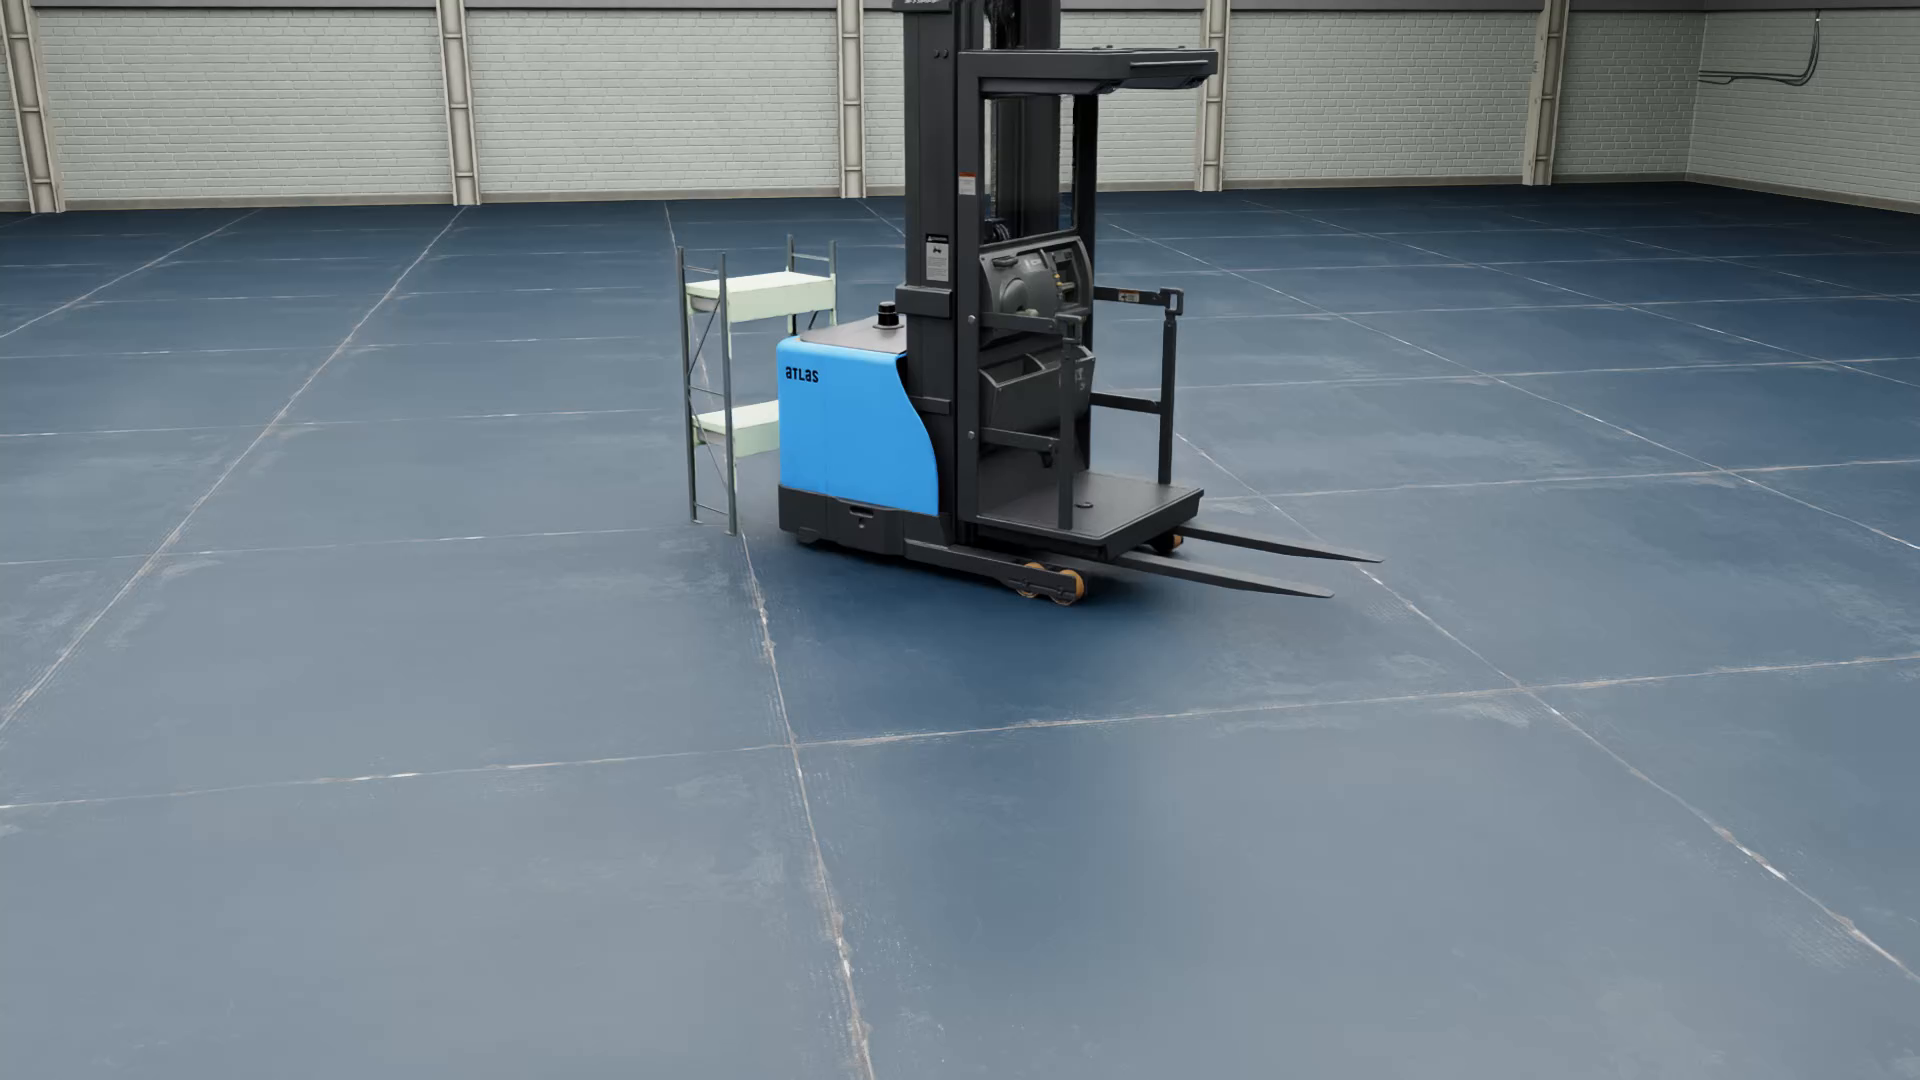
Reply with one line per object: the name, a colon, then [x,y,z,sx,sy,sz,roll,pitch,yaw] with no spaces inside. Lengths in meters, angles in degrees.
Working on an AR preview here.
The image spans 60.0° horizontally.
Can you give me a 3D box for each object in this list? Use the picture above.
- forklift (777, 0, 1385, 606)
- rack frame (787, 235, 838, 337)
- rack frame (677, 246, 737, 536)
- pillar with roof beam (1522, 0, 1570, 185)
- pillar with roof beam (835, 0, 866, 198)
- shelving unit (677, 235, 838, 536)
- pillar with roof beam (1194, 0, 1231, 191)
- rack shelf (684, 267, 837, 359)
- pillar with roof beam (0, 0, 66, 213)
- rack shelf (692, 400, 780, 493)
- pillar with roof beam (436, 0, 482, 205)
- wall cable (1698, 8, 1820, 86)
forklift: [0.550,-1.270,7.956,3.031,2.935,1.130,11,20,33]
rack frame: [-0.811,-0.930,9.283,0.023,1.500,0.400,-16,23,-42]
rack frame: [-1.338,-0.781,8.798,0.023,1.500,0.400,-16,23,-42]
pillar with roof beam: [10.868,-9.265,23.651,0.400,9.000,9.100,-3,17,-10]
pillar with roof beam: [-0.914,-8.597,21.475,0.400,9.000,9.100,-3,17,-10]
shelving unit: [-1.074,-0.855,9.041,0.755,1.500,0.431,-16,23,-42]
pillar with roof beam: [4.977,-8.931,22.563,0.400,9.000,9.100,-3,17,-10]
rack shelf: [-1.075,-1.228,8.926,0.720,0.370,0.431,-16,23,-42]
pillar with roof beam: [-12.696,-7.929,19.299,0.400,9.000,9.100,-3,17,-10]
rack shelf: [-1.074,-0.543,9.136,0.720,0.370,0.431,-16,23,-42]
pillar with roof beam: [-6.805,-8.263,20.387,0.400,9.000,9.100,-3,17,-10]
wall cable: [13.195,-8.805,27.441,0.112,2.526,3.097,-3,17,-10]
